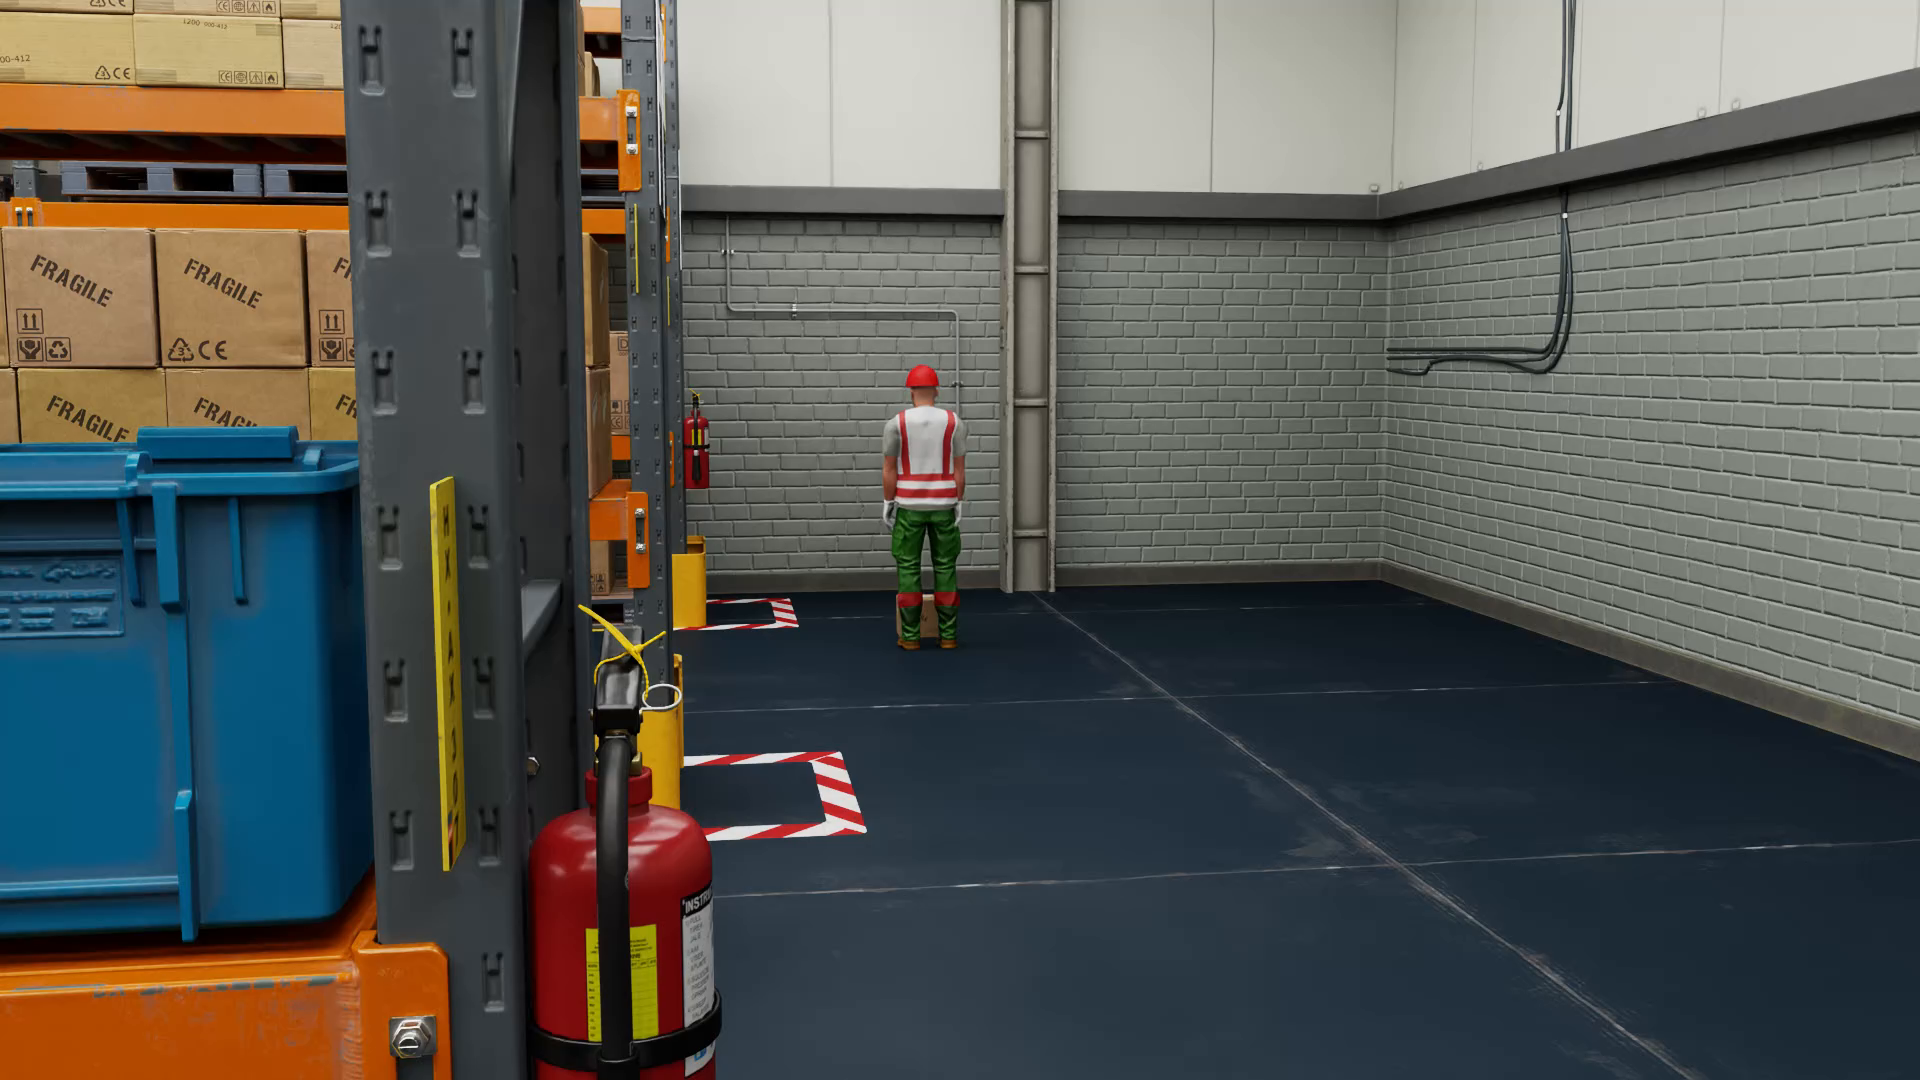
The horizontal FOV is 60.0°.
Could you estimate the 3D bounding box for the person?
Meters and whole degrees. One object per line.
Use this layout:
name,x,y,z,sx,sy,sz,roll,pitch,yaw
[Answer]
person,-0.226,-0.203,10.446,0.527,1.779,0.347,-1,6,-8
